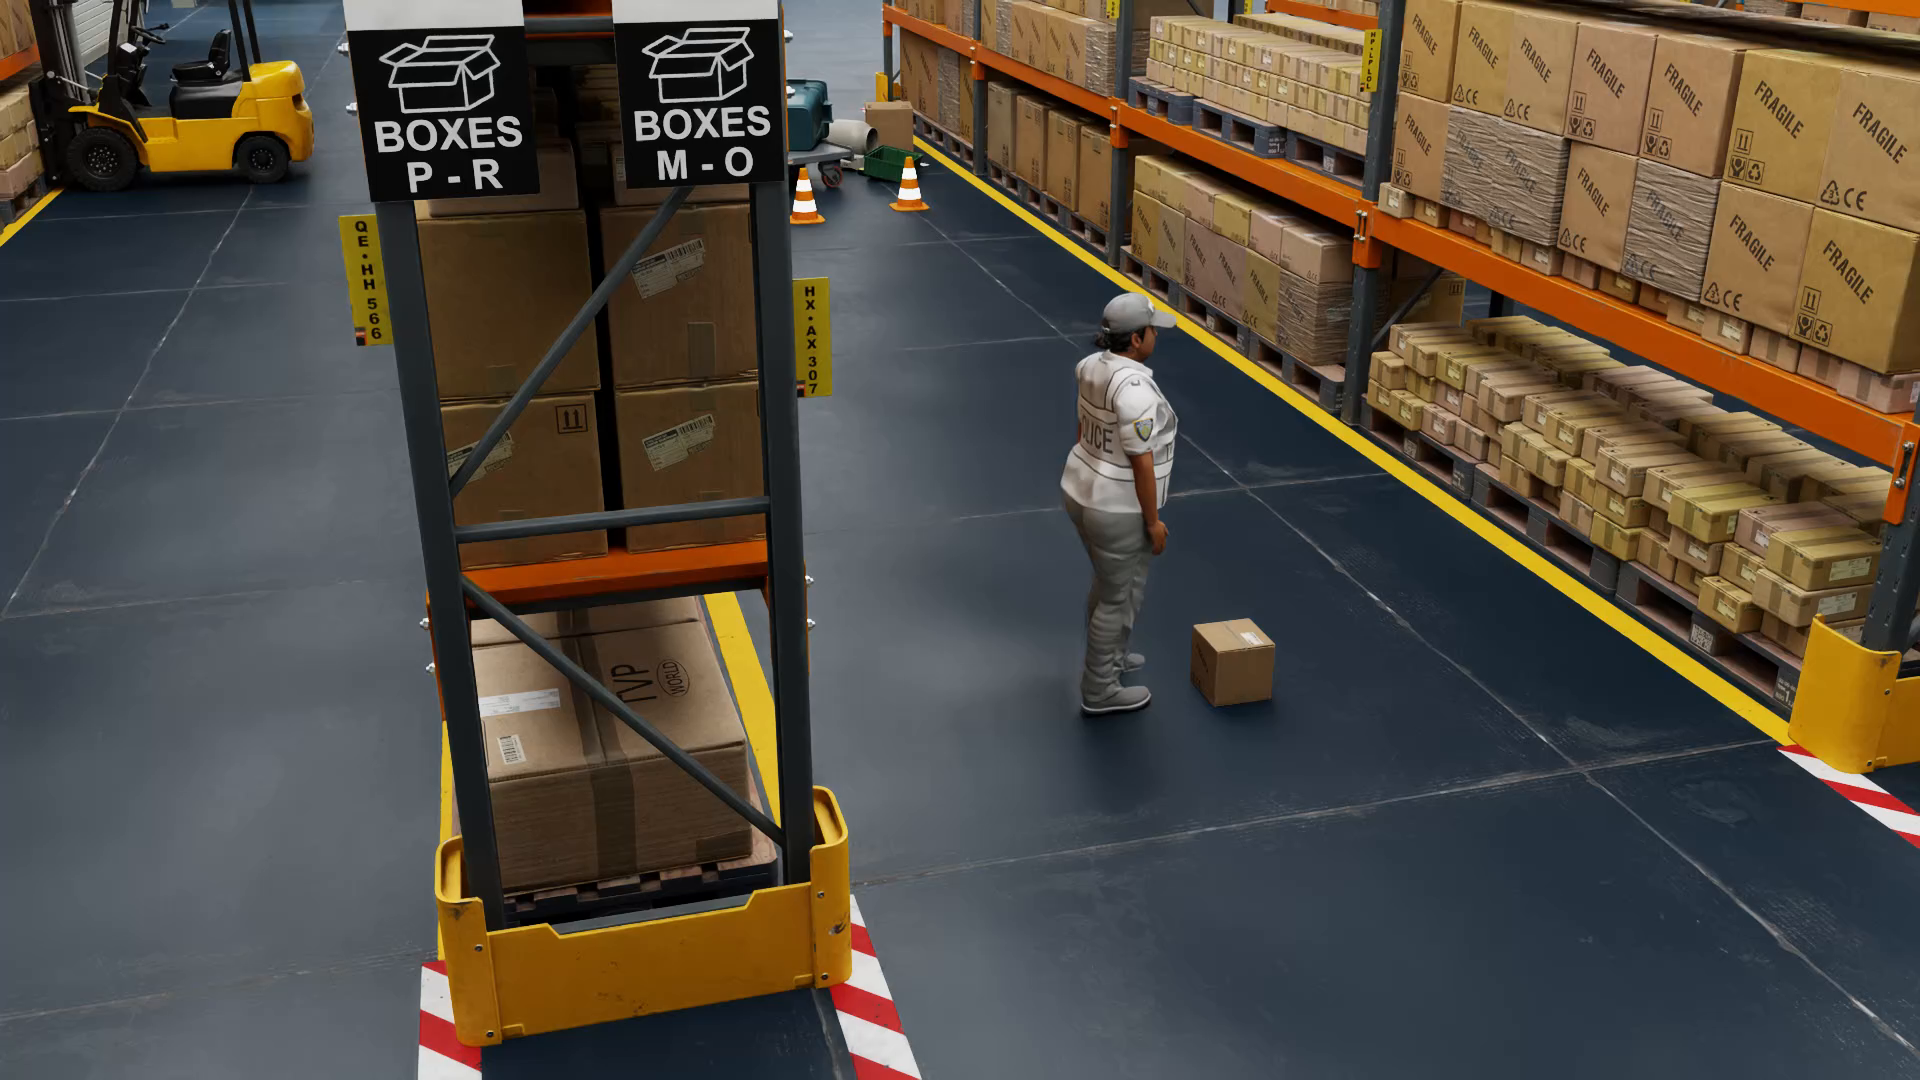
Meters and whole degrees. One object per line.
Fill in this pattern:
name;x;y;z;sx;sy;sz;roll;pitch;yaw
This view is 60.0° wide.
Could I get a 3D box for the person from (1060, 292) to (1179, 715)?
person;0.640;-0.139;6.429;0.474;1.692;0.542;-9;25;-19
